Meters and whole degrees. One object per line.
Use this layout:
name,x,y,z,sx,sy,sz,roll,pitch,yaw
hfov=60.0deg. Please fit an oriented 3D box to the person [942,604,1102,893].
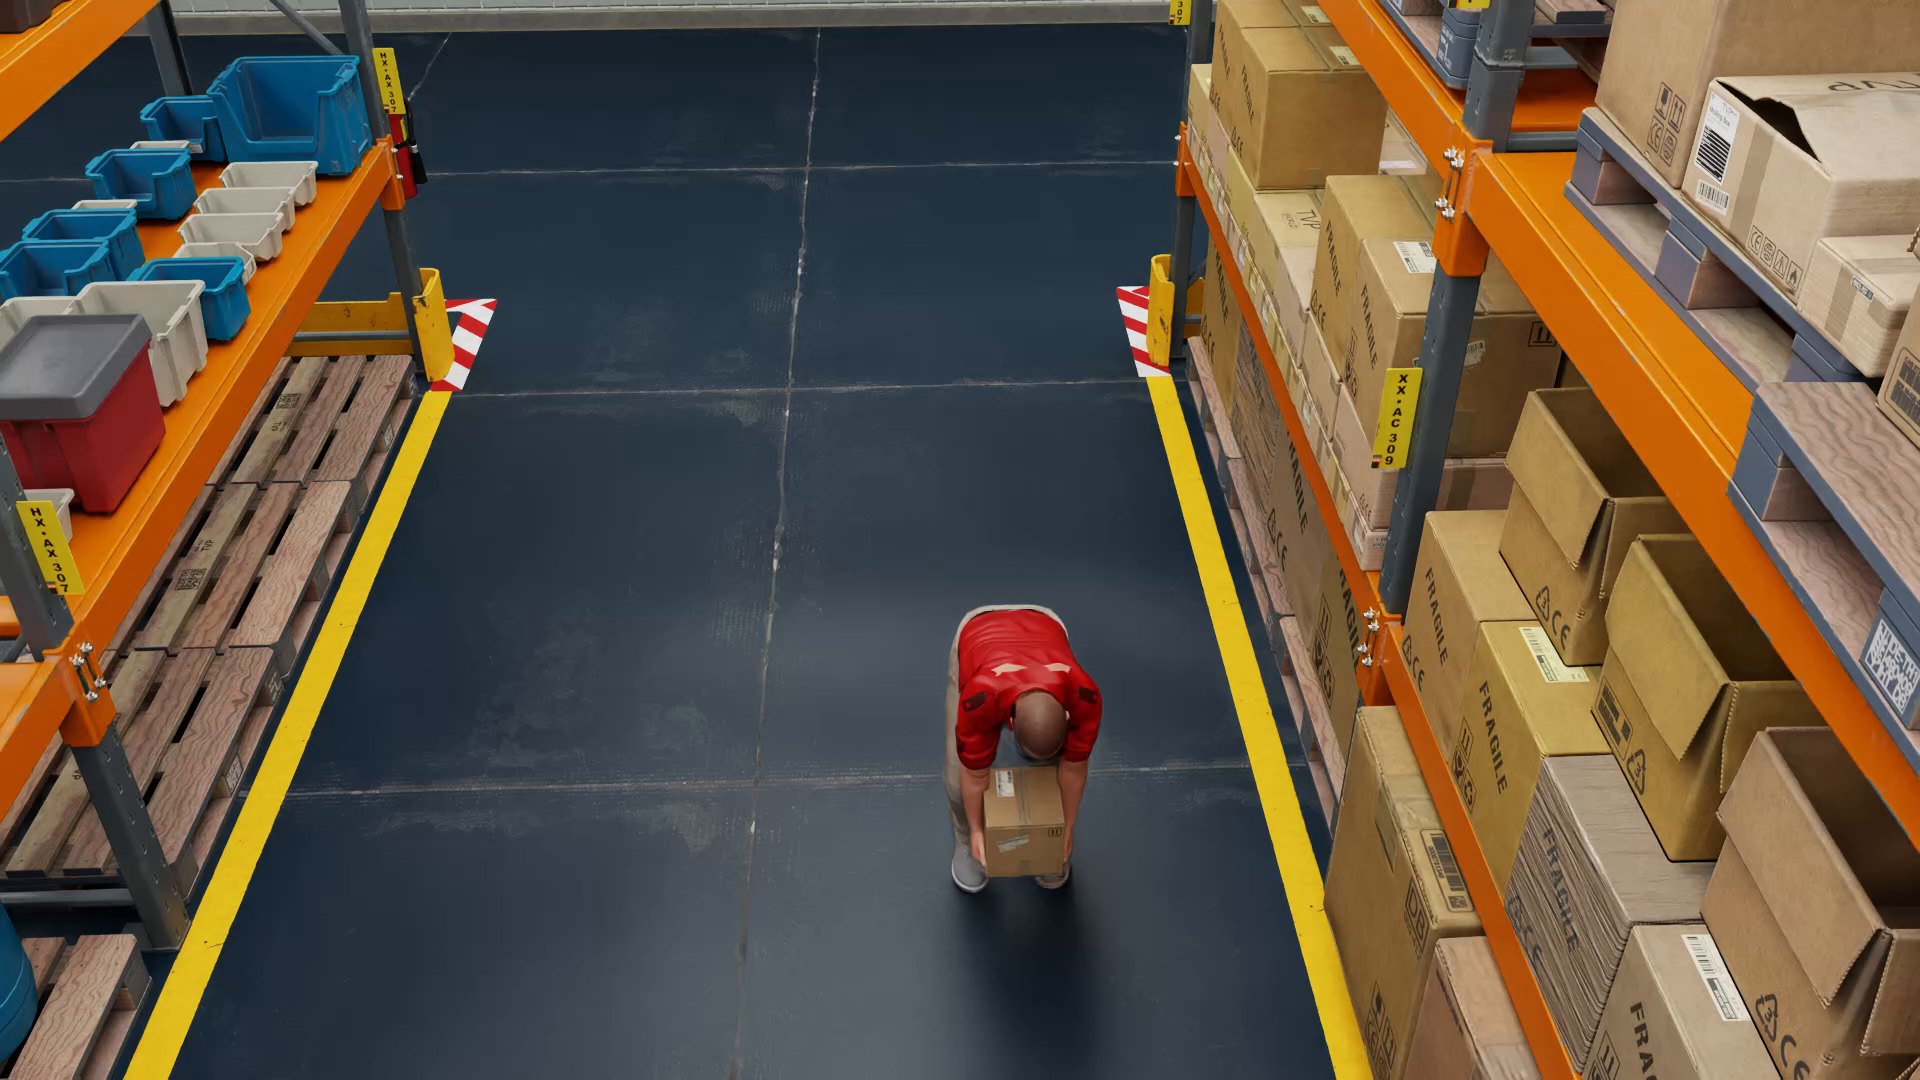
person,0.192,0.769,5.484,0.483,1.250,0.925,-2,35,-3
